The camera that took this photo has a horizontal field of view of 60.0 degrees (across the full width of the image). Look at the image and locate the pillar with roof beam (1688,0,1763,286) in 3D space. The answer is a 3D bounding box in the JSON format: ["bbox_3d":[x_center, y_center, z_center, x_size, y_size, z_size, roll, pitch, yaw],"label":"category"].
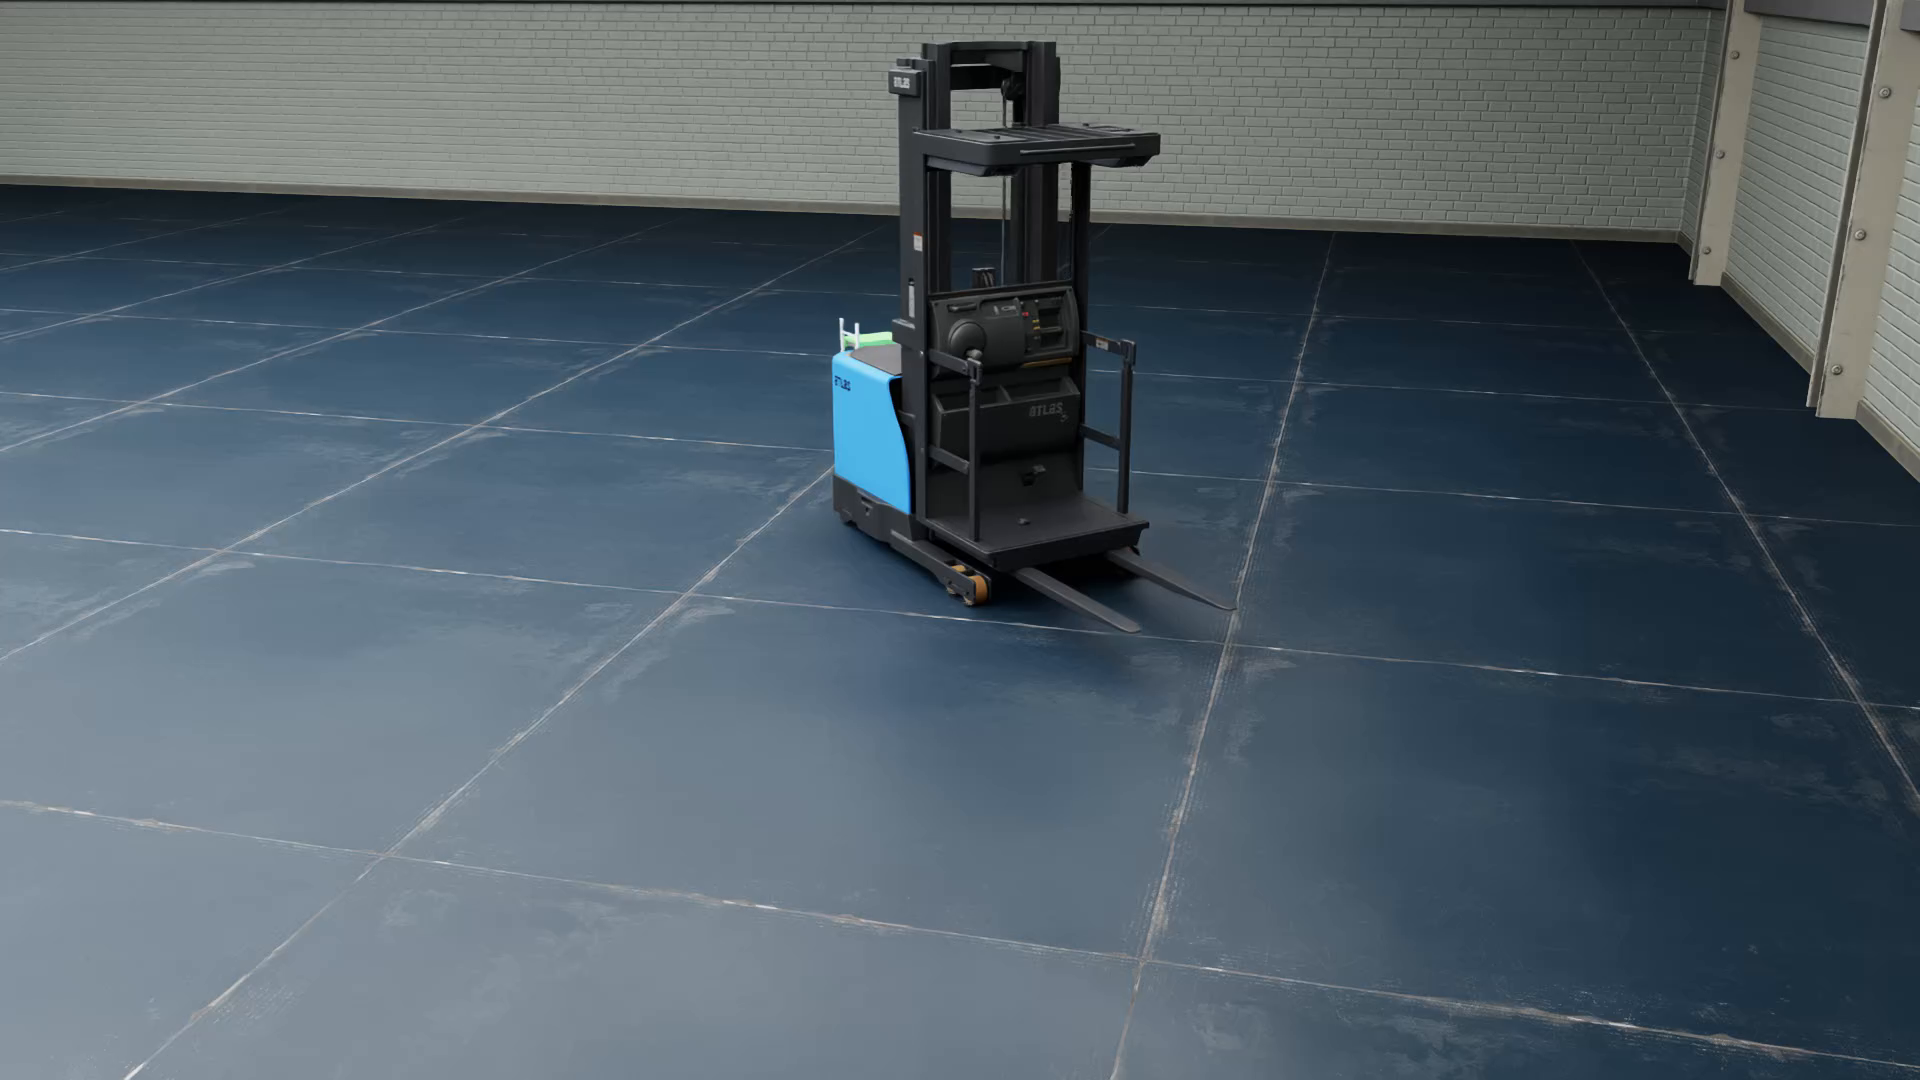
[{"bbox_3d":[4.192,-7.491,18.196,9.100,9.000,0.400,5,19,13],"label":"pillar with roof beam"}]

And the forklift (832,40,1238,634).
[{"bbox_3d":[0.371,-1.198,9.159,1.130,2.935,3.031,-11,22,-28],"label":"forklift"}]

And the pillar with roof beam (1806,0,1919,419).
[{"bbox_3d":[2.726,-5.610,12.690,9.100,9.000,0.400,5,19,13],"label":"pillar with roof beam"}]

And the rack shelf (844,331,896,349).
[{"bbox_3d":[-0.486,-1.248,10.686,0.480,0.148,0.258,-10,20,-28],"label":"rack shelf"}]

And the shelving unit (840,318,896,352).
[{"bbox_3d":[-0.480,-0.851,10.810,0.503,1.200,0.258,-10,20,-28],"label":"shelving unit"}]

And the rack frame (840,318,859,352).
[{"bbox_3d":[-0.692,-0.812,10.695,0.015,1.200,0.240,-10,20,-28],"label":"rack frame"}]
